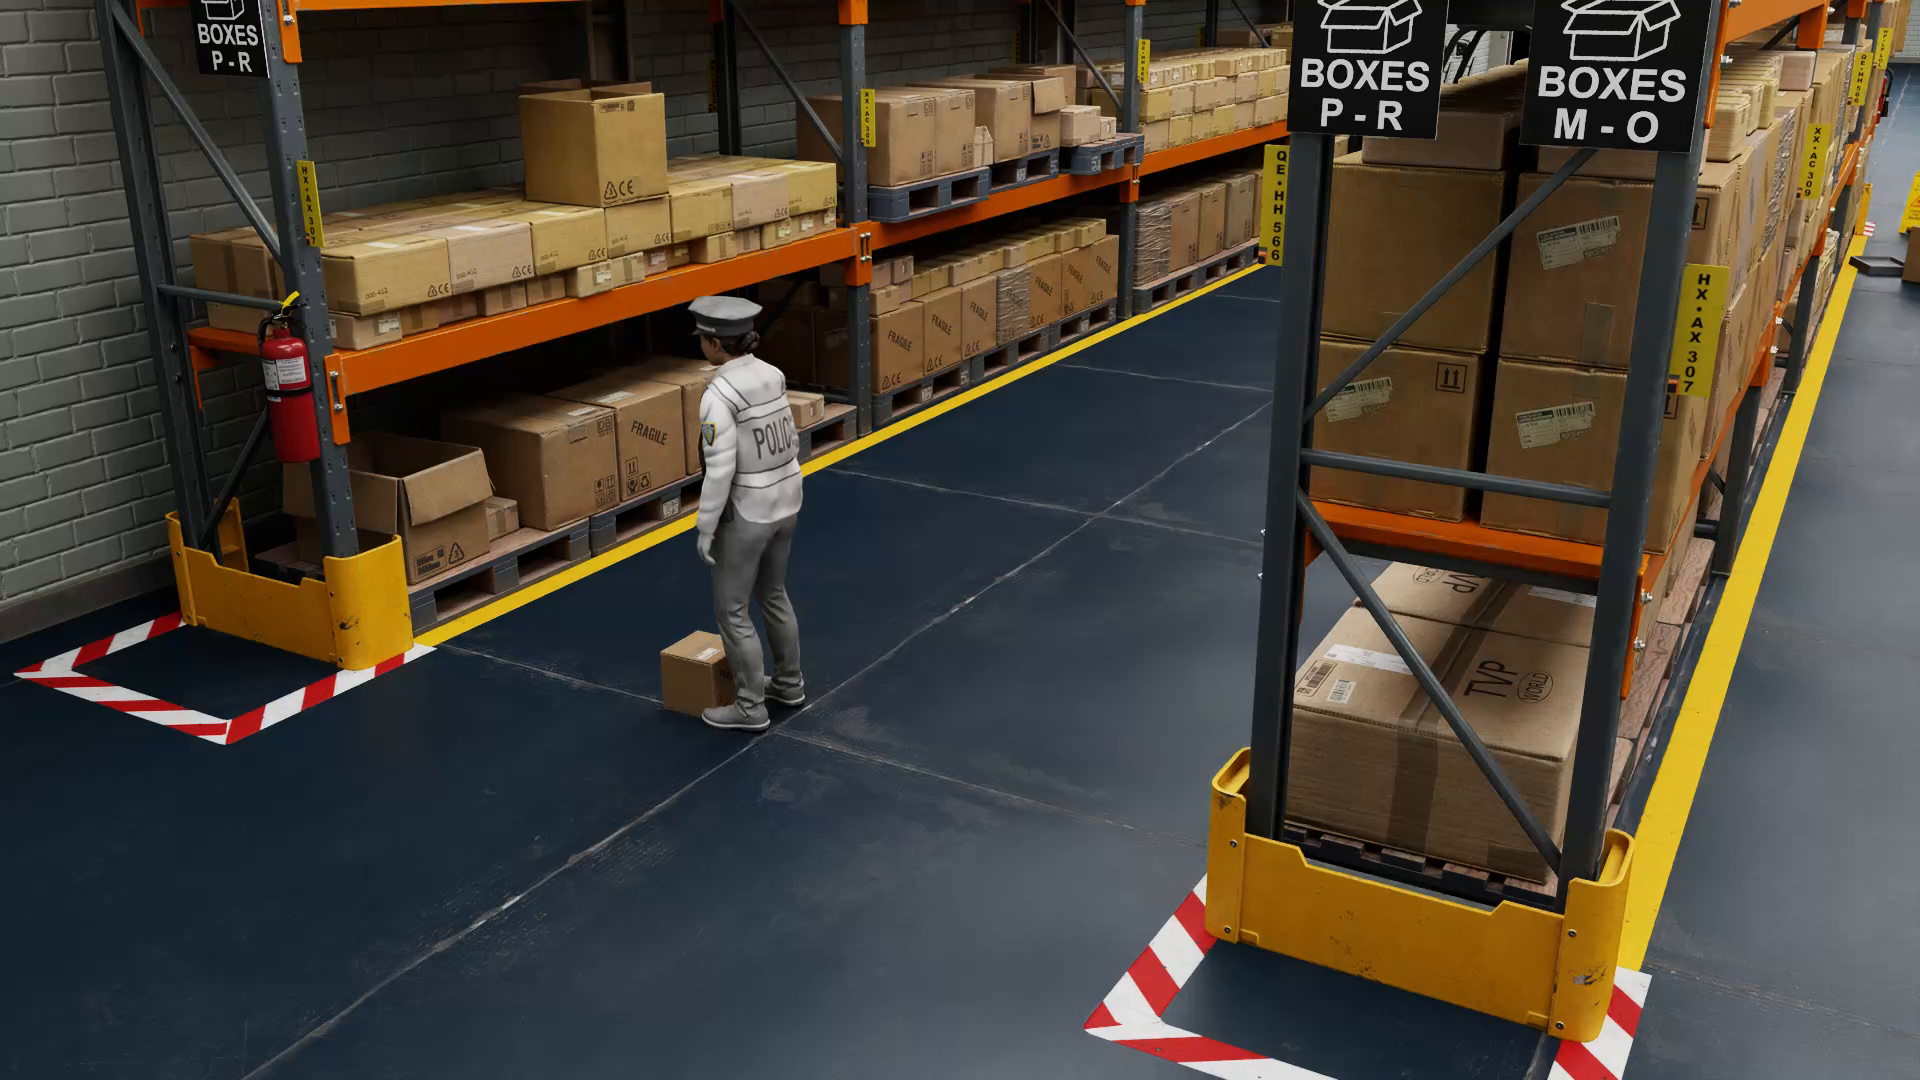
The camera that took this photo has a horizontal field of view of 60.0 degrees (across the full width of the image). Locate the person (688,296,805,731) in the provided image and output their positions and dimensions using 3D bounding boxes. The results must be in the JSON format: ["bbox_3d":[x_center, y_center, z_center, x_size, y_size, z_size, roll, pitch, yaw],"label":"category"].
[{"bbox_3d":[-0.803,-0.089,6.313,0.372,1.664,0.528,11,22,28],"label":"person"}]
